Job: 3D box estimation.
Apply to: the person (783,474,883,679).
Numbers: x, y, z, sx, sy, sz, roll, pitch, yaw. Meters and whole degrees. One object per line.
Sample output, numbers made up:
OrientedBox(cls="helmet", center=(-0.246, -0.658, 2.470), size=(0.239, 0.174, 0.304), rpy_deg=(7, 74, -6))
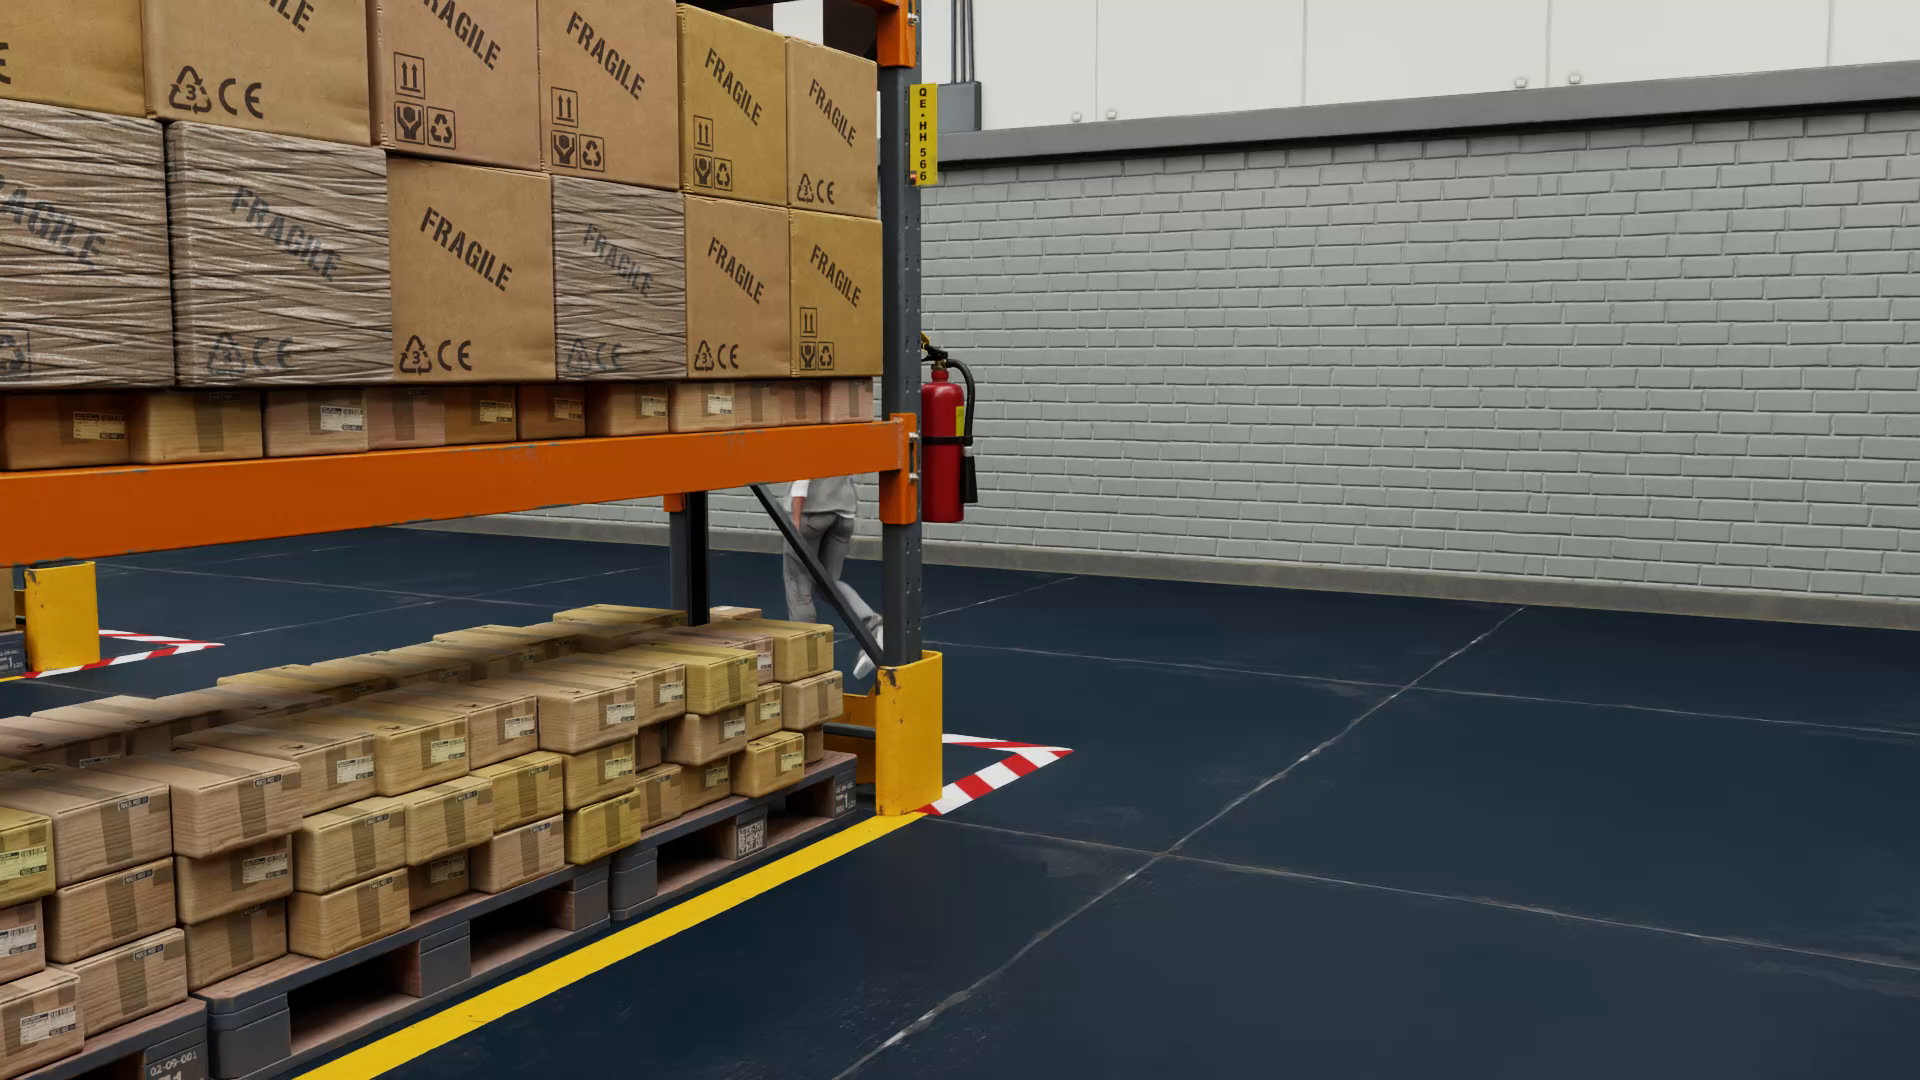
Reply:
OrientedBox(cls="person", center=(-0.600, -0.107, 7.511), size=(0.451, 1.572, 0.676), rpy_deg=(-6, 9, -44))
